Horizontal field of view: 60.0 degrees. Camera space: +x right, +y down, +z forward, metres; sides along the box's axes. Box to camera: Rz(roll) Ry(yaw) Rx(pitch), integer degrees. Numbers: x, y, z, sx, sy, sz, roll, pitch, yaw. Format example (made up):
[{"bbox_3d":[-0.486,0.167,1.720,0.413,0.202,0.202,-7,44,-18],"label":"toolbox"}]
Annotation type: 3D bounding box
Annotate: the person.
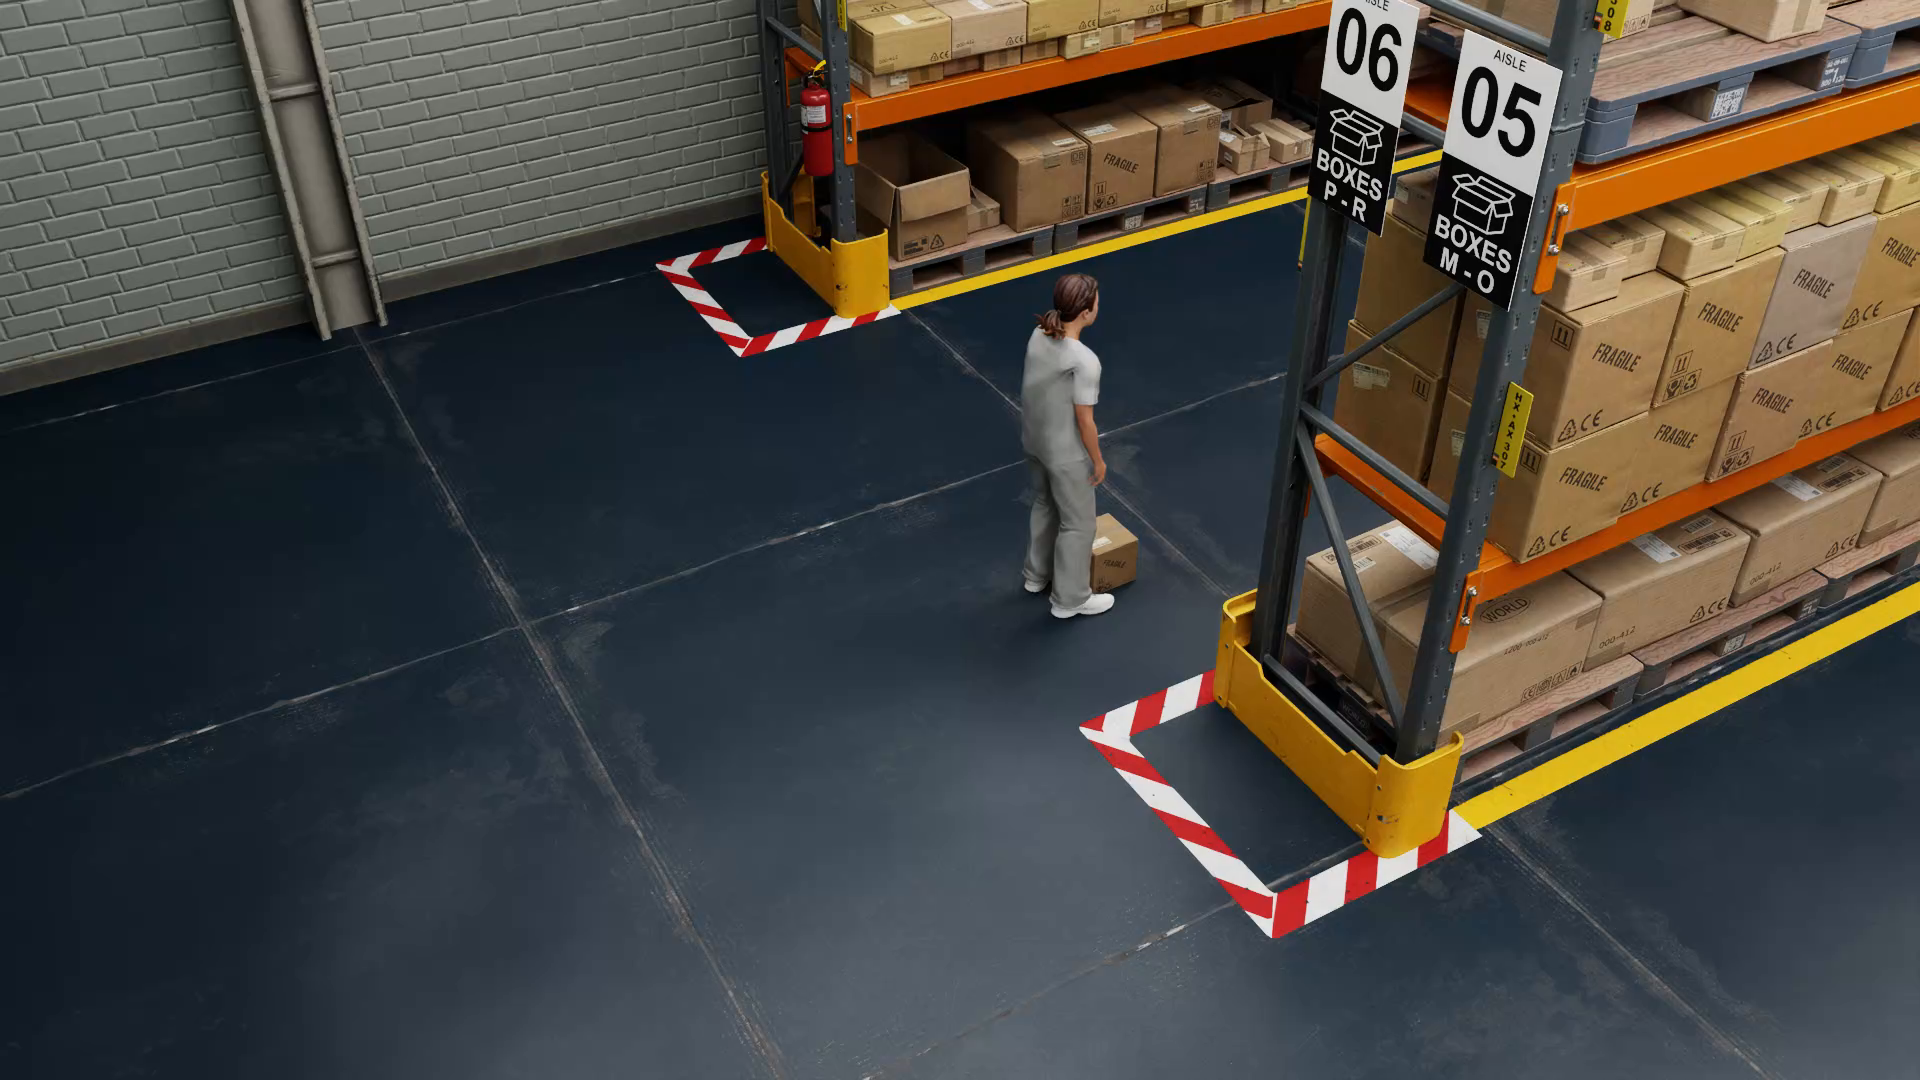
[{"bbox_3d":[0.469,-0.422,7.491,0.355,1.670,0.511,-21,42,-26],"label":"person"}]
